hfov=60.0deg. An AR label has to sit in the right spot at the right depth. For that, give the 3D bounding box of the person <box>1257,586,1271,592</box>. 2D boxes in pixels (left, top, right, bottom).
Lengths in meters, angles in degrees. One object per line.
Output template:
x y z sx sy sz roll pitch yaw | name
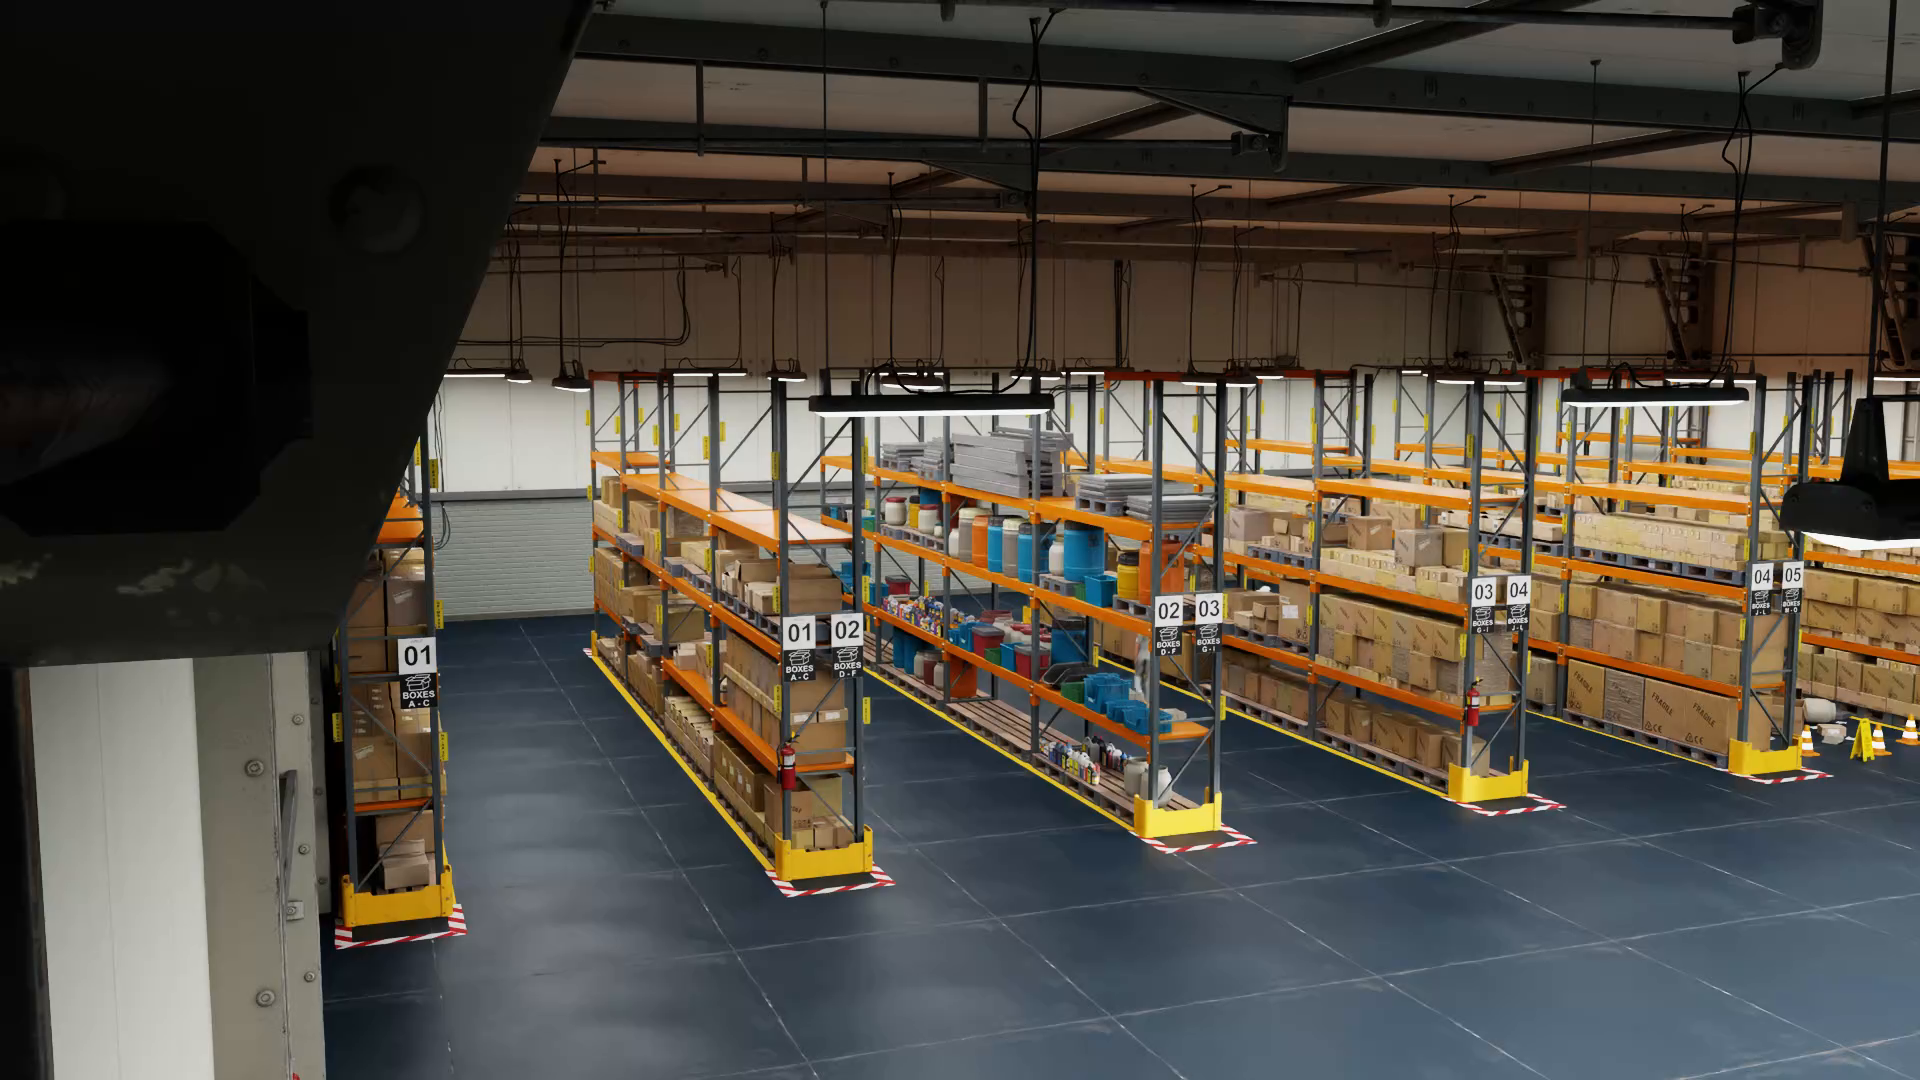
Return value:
5.937 1.826 32.871 0.597 1.834 0.604 1 6 8 | person

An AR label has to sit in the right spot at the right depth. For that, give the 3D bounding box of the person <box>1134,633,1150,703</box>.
3.335 2.165 29.751 0.443 1.650 0.523 2 7 15 | person

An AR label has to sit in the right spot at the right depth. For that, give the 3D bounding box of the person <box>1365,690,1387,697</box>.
7.872 2.057 30.898 0.590 1.684 0.559 0 6 1 | person
